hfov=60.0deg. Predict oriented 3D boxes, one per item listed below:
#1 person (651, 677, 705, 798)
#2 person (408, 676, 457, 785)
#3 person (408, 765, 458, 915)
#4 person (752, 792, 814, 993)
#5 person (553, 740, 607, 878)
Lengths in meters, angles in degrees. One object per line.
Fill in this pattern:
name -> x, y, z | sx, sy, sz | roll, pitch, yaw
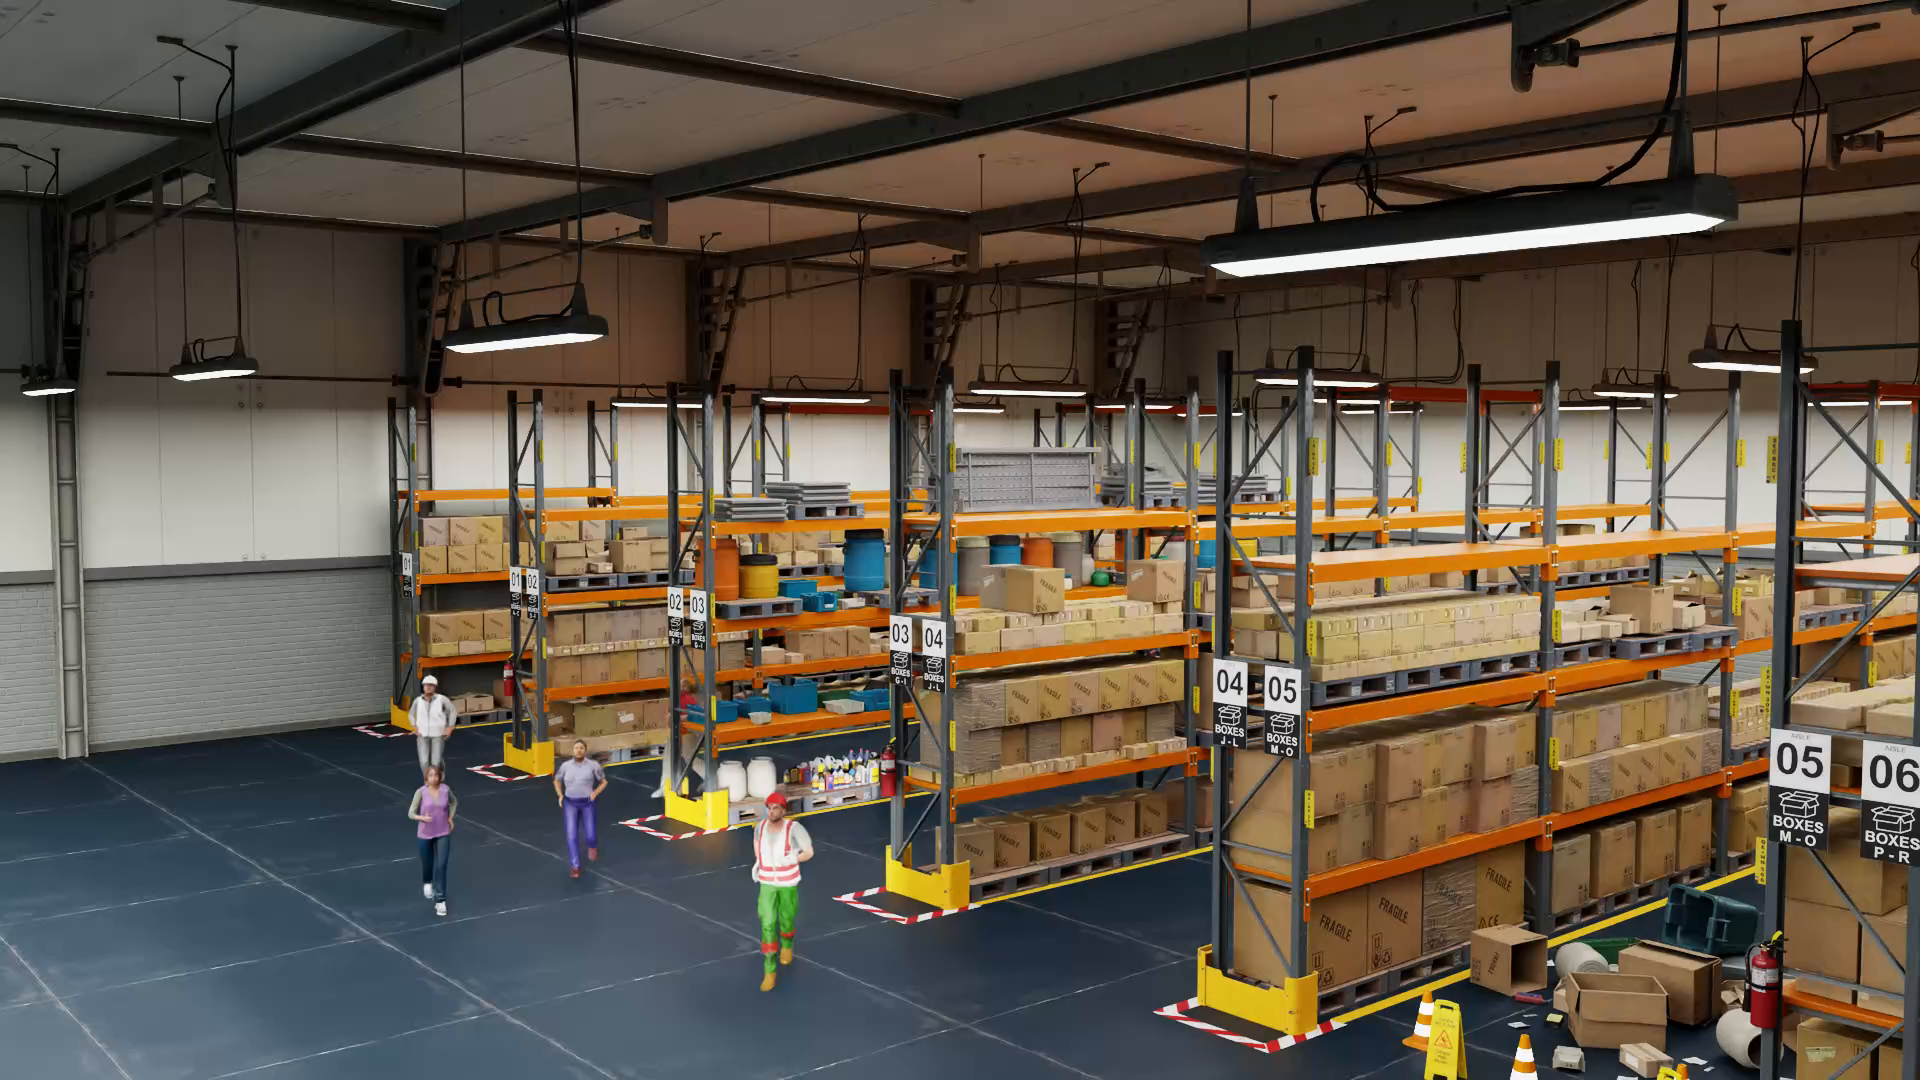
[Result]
person -> -4.054, 2.858, 24.294 | 0.966, 1.725, 0.666 | -3, 4, -40
person -> -7.818, 2.872, 24.626 | 0.694, 1.738, 0.604 | 0, 3, -9
person -> -5.793, 3.263, 18.324 | 0.545, 1.580, 0.873 | -1, 4, -24
person -> -1.717, 3.326, 16.034 | 0.629, 1.815, 0.916 | 0, 3, 5
person -> -4.569, 3.200, 19.986 | 0.638, 1.603, 0.660 | 0, 3, -8
